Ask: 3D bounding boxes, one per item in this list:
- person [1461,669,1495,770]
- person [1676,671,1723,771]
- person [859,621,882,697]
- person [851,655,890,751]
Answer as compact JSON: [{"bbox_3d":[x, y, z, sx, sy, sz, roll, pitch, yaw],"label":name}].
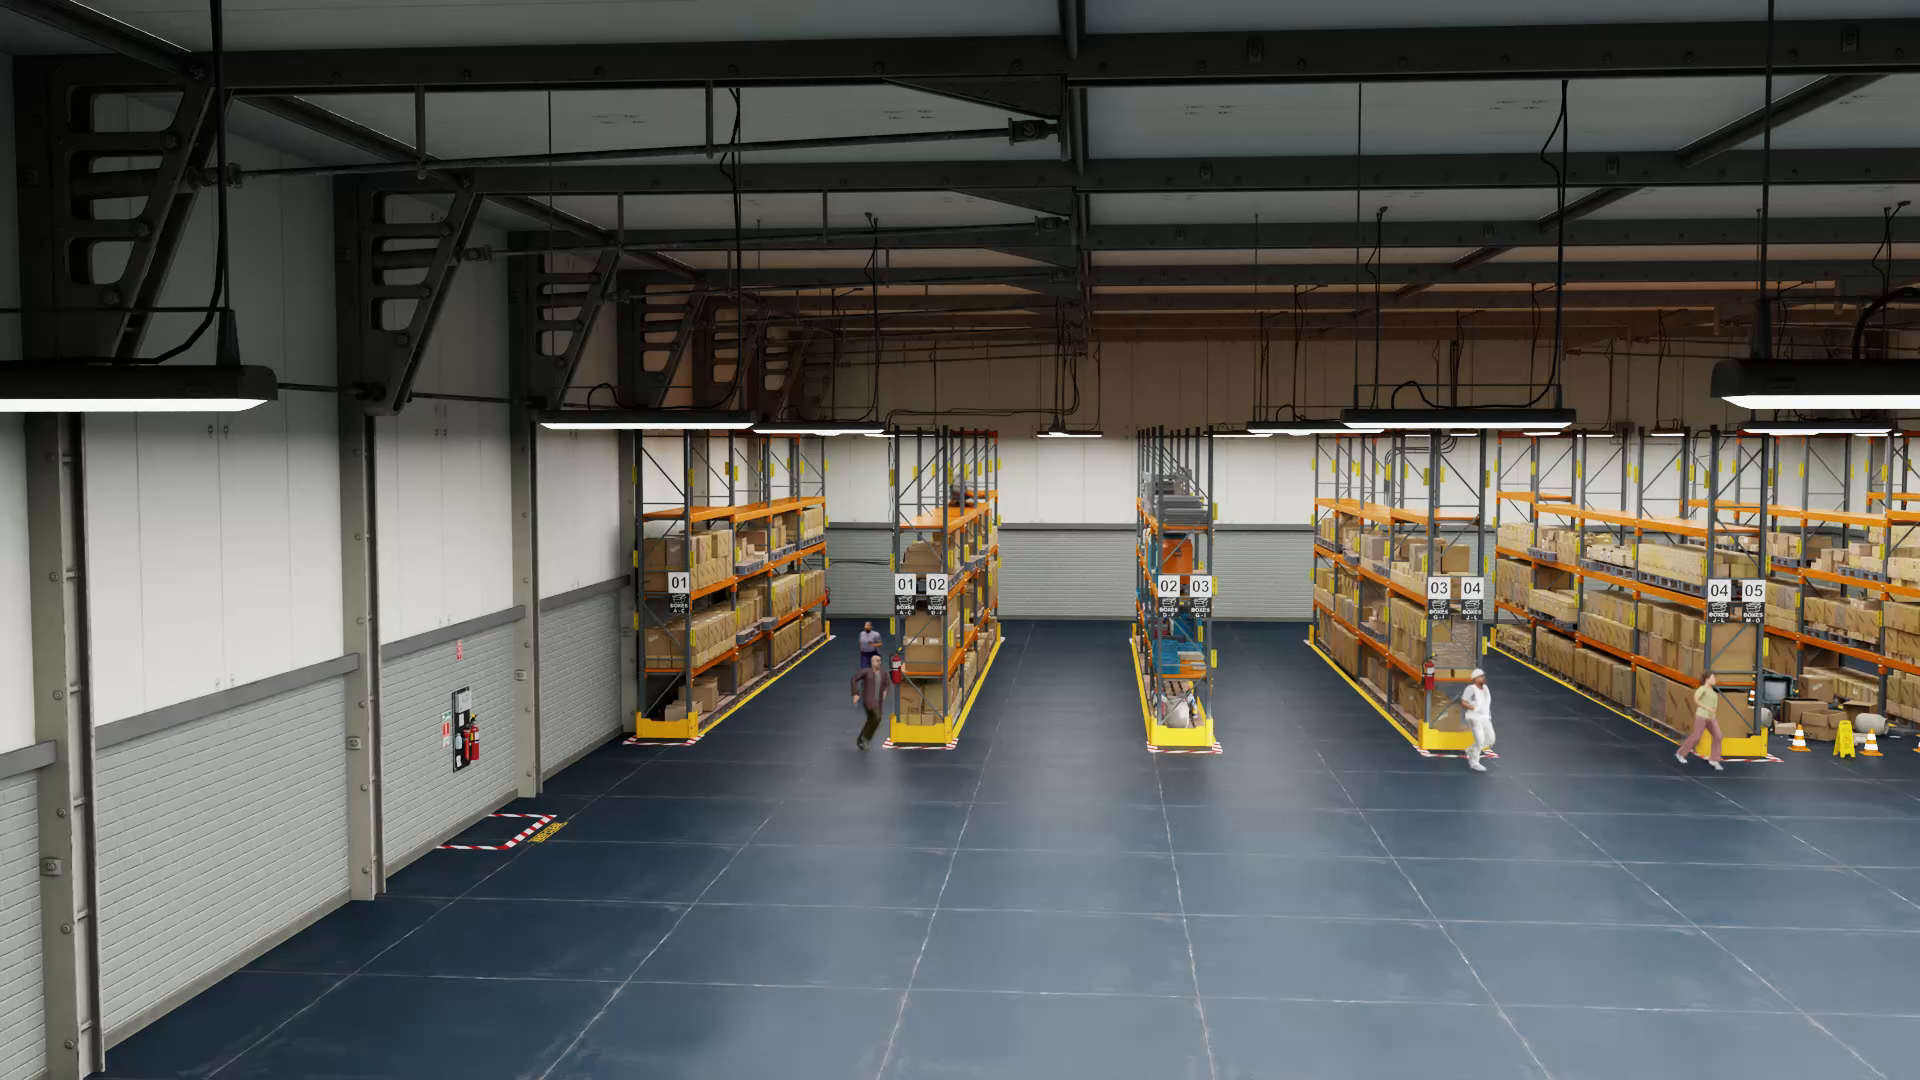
[{"bbox_3d":[9.025,3.120,28.926,0.714,1.749,0.612,-2,4,-35],"label":"person"},{"bbox_3d":[13.068,3.141,29.129,0.632,1.680,0.860,-2,4,-33],"label":"person"},{"bbox_3d":[-2.018,2.670,37.397,0.574,1.719,0.740,0,3,6],"label":"person"},{"bbox_3d":[-1.581,2.996,30.718,0.695,1.714,0.686,-3,4,-38],"label":"person"}]
